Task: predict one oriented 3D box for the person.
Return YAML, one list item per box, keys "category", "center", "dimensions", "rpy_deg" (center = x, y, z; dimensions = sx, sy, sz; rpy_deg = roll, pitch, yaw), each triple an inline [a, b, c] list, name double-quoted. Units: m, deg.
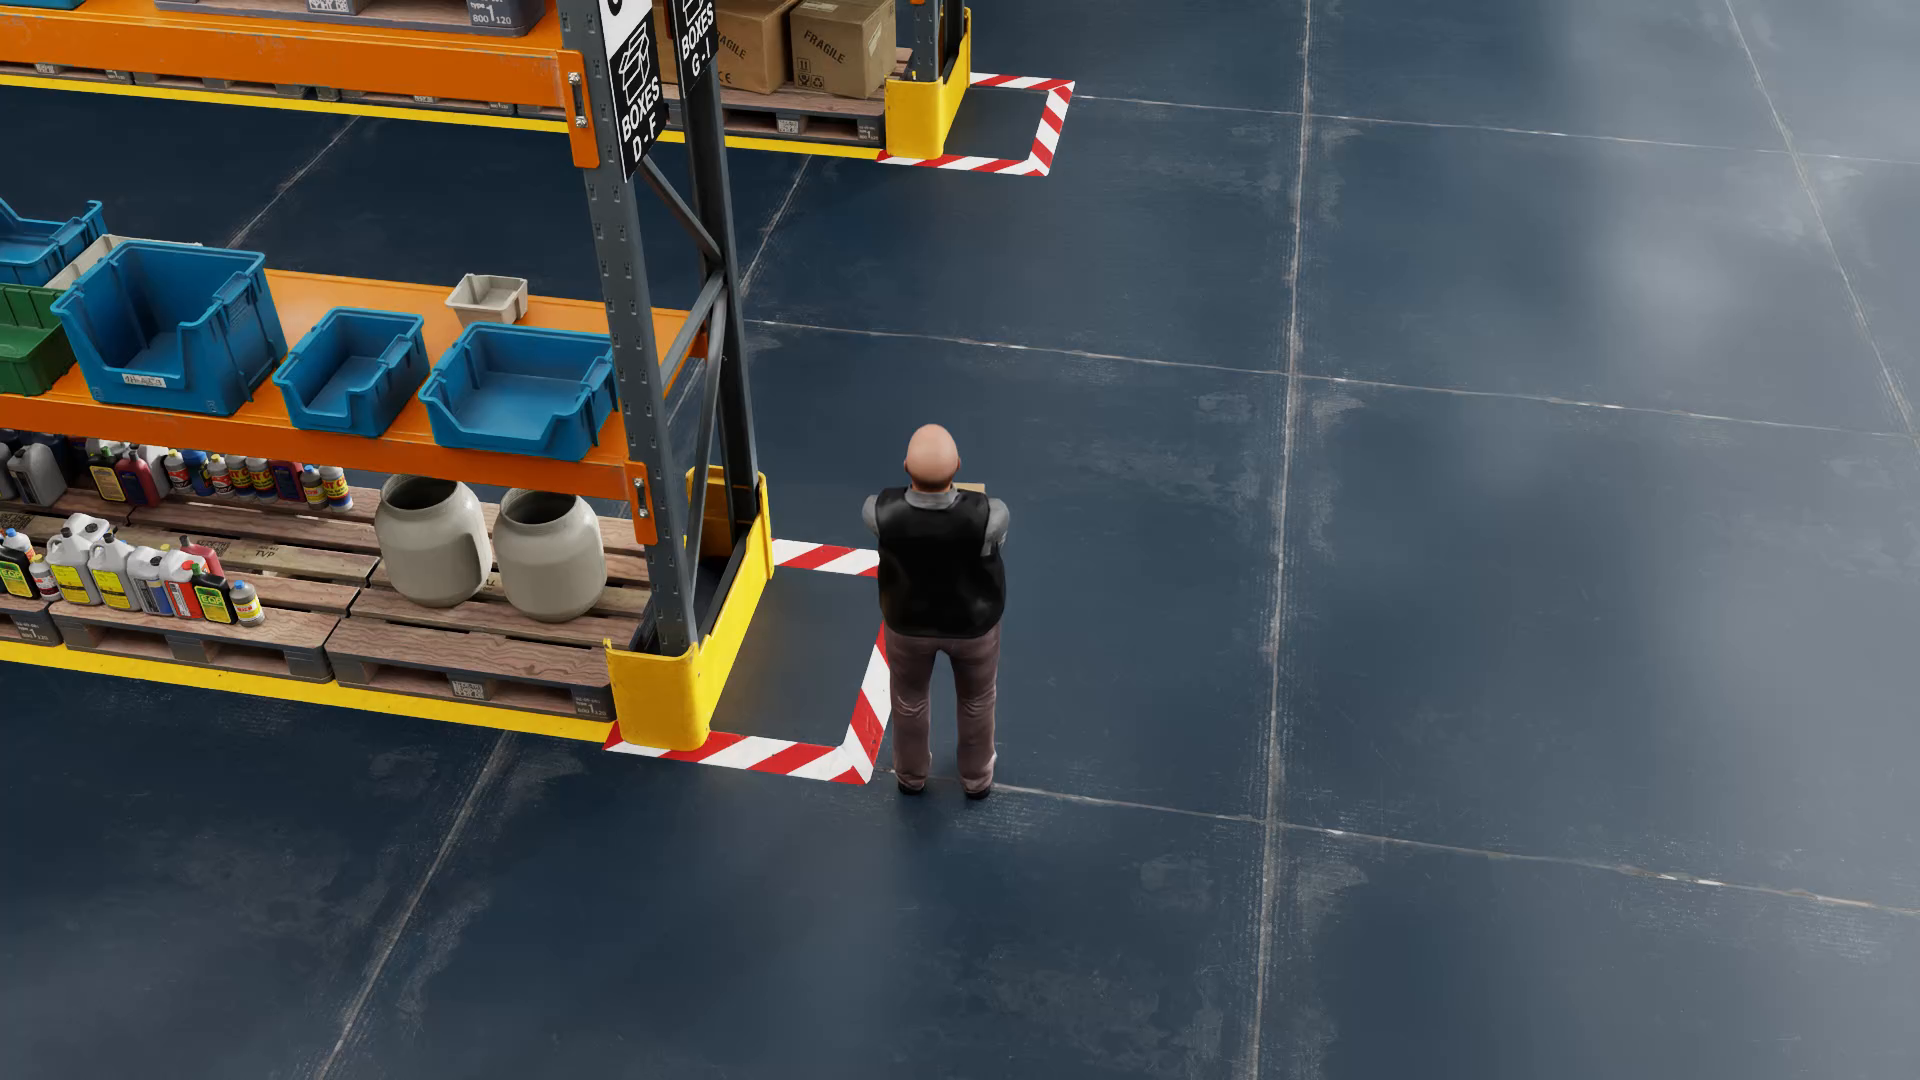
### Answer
- category: "person"
  center: [-0.074, 0.211, 5.935]
  dimensions: [0.494, 1.711, 0.551]
  rpy_deg: [2, 40, 3]
